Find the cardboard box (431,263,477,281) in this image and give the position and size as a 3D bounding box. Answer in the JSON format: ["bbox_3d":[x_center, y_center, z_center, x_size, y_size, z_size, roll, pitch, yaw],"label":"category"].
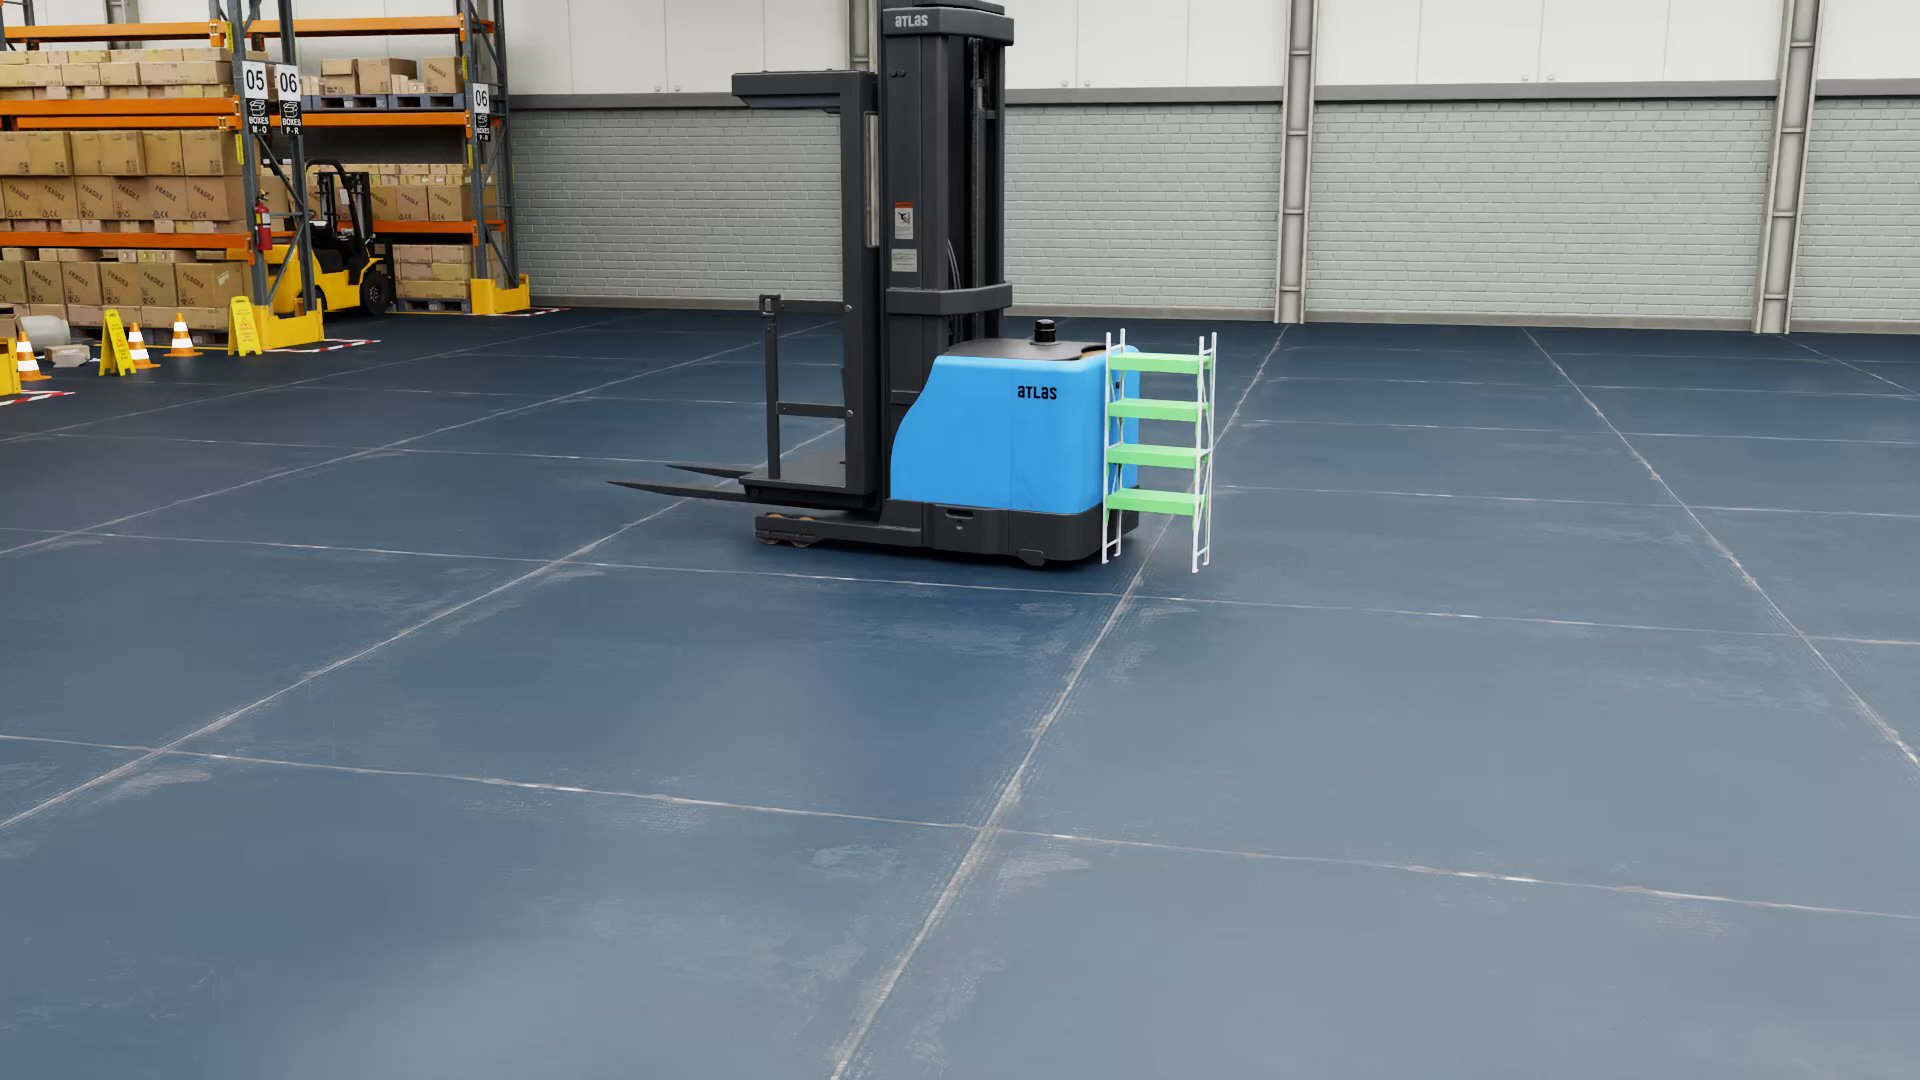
[{"bbox_3d":[-7.273,-3.879,24.019,0.500,0.250,0.500,3,13,13],"label":"cardboard box"}]

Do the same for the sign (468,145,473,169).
[{"bbox_3d":[-6.869,-5.381,23.341,0.005,0.325,0.100,3,13,14],"label":"sign"}]

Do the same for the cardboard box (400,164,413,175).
[{"bbox_3d":[-7.855,-5.341,23.966,0.250,0.149,0.380,3,13,14],"label":"cardboard box"}]

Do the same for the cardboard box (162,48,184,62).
[{"bbox_3d":[-8.804,-5.487,18.851,0.250,0.149,0.380,3,13,13],"label":"cardboard box"}]

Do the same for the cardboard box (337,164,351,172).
[{"bbox_3d":[-8.855,-5.393,24.202,0.250,0.149,0.380,3,13,14],"label":"cardboard box"}]

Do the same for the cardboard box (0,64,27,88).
[{"bbox_3d":[-10.930,-5.408,19.418,0.500,0.250,0.500,3,13,13],"label":"cardboard box"}]

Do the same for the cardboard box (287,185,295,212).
[{"bbox_3d":[-9.731,-4.968,24.470,0.500,0.500,0.500,3,13,15],"label":"cardboard box"}]

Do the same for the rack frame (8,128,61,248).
[{"bbox_3d":[-14.493,-5.228,25.874,0.127,3.000,1.000,3,13,14],"label":"rack frame"}]

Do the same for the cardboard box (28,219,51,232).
[{"bbox_3d":[-10.811,-3.741,19.748,0.250,0.149,0.380,3,13,15],"label":"cardboard box"}]

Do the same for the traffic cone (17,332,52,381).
[{"bbox_3d":[-9.175,-1.811,16.327,0.334,0.463,0.336,3,13,14],"label":"traffic cone"}]

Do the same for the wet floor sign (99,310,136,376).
[{"bbox_3d":[-8.497,-1.989,16.707,0.232,0.644,0.267,1,13,4],"label":"wet floor sign"}]

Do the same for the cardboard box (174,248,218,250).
[{"bbox_3d":[-11.870,-4.133,25.450,0.625,0.625,0.875,3,13,13],"label":"cardboard box"}]

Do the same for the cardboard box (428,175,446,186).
[{"bbox_3d":[-7.385,-5.145,23.769,0.250,0.149,0.380,3,13,14],"label":"cardboard box"}]

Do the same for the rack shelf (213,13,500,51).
[{"bbox_3d":[-8.668,-7.299,23.942,4.000,0.370,1.077,3,13,14],"label":"rack shelf"}]

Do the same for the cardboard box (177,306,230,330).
[{"bbox_3d":[-8.784,-2.618,19.489,0.500,0.250,0.500,3,13,13],"label":"cardboard box"}]

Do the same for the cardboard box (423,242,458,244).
[{"bbox_3d":[-7.633,-4.254,24.552,0.500,0.250,0.500,3,13,14],"label":"cardboard box"}]

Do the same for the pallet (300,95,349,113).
[{"bbox_3d":[-9.775,-6.403,24.448,1.213,0.211,1.003,3,13,14],"label":"pallet"}]

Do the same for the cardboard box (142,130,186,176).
[{"bbox_3d":[-8.949,-4.460,19.184,0.500,0.500,0.700,3,13,14],"label":"cardboard box"}]

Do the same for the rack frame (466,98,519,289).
[{"bbox_3d":[-6.726,-4.813,24.003,0.127,3.000,1.000,3,13,14],"label":"rack frame"}]

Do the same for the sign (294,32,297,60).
[{"bbox_3d":[-7.782,-5.774,19.392,0.005,0.325,0.100,3,13,14],"label":"sign"}]

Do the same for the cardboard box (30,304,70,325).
[{"bbox_3d":[-10.766,-2.727,19.977,0.500,0.250,0.500,4,13,17],"label":"cardboard box"}]

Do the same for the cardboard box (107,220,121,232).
[{"bbox_3d":[-9.805,-3.704,19.585,0.250,0.149,0.380,3,13,14],"label":"cardboard box"}]

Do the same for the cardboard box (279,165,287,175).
[{"bbox_3d":[-9.846,-5.447,24.443,0.250,0.149,0.380,3,13,12],"label":"cardboard box"}]

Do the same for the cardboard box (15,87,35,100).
[{"bbox_3d":[-10.810,-5.214,19.466,0.250,0.149,0.380,3,13,15],"label":"cardboard box"}]

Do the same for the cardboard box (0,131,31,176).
[{"bbox_3d":[-10.929,-4.559,19.633,0.500,0.500,0.700,3,13,14],"label":"cardboard box"}]

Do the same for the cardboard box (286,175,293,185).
[{"bbox_3d":[-9.630,-5.265,24.312,0.250,0.149,0.380,3,13,15],"label":"cardboard box"}]

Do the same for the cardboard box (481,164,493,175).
[{"bbox_3d":[-7.001,-5.386,24.171,0.250,0.149,0.380,3,13,12],"label":"cardboard box"}]

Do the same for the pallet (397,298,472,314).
[{"bbox_3d":[-7.478,-3.483,24.444,1.213,0.211,1.003,3,13,14],"label":"pallet"}]

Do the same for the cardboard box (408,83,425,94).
[{"bbox_3d":[-7.603,-6.388,23.555,0.250,0.149,0.380,3,13,12],"label":"cardboard box"}]

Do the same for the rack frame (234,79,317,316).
[{"bbox_3d":[-7.911,-3.769,19.297,0.127,3.000,1.000,3,13,14],"label":"rack frame"}]

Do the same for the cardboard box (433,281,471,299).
[{"bbox_3d":[-7.258,-3.634,24.066,0.500,0.250,0.500,3,13,14],"label":"cardboard box"}]

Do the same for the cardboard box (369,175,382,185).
[{"bbox_3d":[-8.381,-5.199,24.014,0.250,0.149,0.380,3,13,14],"label":"cardboard box"}]

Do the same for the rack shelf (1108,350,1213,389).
[{"bbox_3d":[1.021,-0.870,8.466,0.480,0.148,0.258,6,14,24],"label":"rack shelf"}]

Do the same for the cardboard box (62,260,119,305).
[{"bbox_3d":[-10.261,-3.066,19.773,0.500,0.500,0.500,4,13,16],"label":"cardboard box"}]

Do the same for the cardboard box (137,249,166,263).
[{"bbox_3d":[-9.368,-3.320,19.422,0.250,0.149,0.380,3,13,14],"label":"cardboard box"}]

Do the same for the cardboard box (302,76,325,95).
[{"bbox_3d":[-9.241,-6.533,23.937,0.258,0.266,0.396,3,13,12],"label":"cardboard box"}]

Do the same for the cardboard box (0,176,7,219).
[{"bbox_3d":[-11.435,-4.089,19.823,0.500,0.500,0.500,3,13,13],"label":"cardboard box"}]

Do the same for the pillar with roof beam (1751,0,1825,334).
[{"bbox_3d":[9.258,-6.128,16.079,0.400,9.000,9.100,3,13,14],"label":"pillar with roof beam"}]

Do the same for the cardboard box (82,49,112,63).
[{"bbox_3d":[-9.807,-5.528,19.039,0.250,0.149,0.380,3,13,15],"label":"cardboard box"}]

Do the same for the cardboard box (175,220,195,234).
[{"bbox_3d":[-8.842,-3.629,19.244,0.250,0.149,0.380,3,13,13],"label":"cardboard box"}]

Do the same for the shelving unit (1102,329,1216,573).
[{"bbox_3d":[1.021,-0.464,8.556,0.503,1.200,0.258,6,14,24],"label":"shelving unit"}]

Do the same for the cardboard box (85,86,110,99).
[{"bbox_3d":[-9.827,-5.141,19.135,0.250,0.149,0.380,3,13,13],"label":"cardboard box"}]

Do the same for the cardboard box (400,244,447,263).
[{"bbox_3d":[-7.745,-4.148,24.073,0.500,0.250,0.500,3,13,15],"label":"cardboard box"}]

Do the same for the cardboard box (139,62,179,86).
[{"bbox_3d":[-8.958,-5.305,18.952,0.500,0.250,0.500,3,13,13],"label":"cardboard box"}]

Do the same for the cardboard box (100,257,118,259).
[{"bbox_3d":[-10.662,-3.205,20.403,0.500,0.500,0.500,3,13,15],"label":"cardboard box"}]

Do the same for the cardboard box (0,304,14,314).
[{"bbox_3d":[-11.081,-2.416,18.963,0.500,0.500,0.500,-9,15,-35],"label":"cardboard box"}]

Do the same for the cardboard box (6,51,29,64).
[{"bbox_3d":[-10.805,-5.581,19.276,0.250,0.149,0.380,3,13,13],"label":"cardboard box"}]

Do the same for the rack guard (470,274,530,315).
[{"bbox_3d":[-6.702,-3.592,24.268,0.348,0.500,1.175,3,13,14],"label":"rack guard"}]

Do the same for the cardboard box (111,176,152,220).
[{"bbox_3d":[-9.474,-3.987,19.362,0.500,0.500,0.500,3,13,13],"label":"cardboard box"}]

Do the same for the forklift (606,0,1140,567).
[{"bbox_3d":[-0.566,-1.487,9.170,3.031,2.935,1.130,6,14,24],"label":"forklift"}]

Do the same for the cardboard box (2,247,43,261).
[{"bbox_3d":[-11.180,-3.416,19.854,0.250,0.149,0.380,3,13,14],"label":"cardboard box"}]

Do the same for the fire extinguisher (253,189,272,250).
[{"bbox_3d":[-7.911,-3.629,18.842,0.183,0.674,0.296,3,13,14],"label":"fire extinguisher"}]

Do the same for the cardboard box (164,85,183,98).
[{"bbox_3d":[-8.824,-5.098,18.939,0.250,0.149,0.380,3,13,15],"label":"cardboard box"}]

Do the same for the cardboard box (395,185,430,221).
[{"bbox_3d":[-7.768,-4.861,23.988,0.500,0.500,0.500,3,13,15],"label":"cardboard box"}]

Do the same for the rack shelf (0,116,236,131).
[{"bbox_3d":[-12.551,-6.238,25.159,4.000,0.370,1.077,3,13,14],"label":"rack shelf"}]
